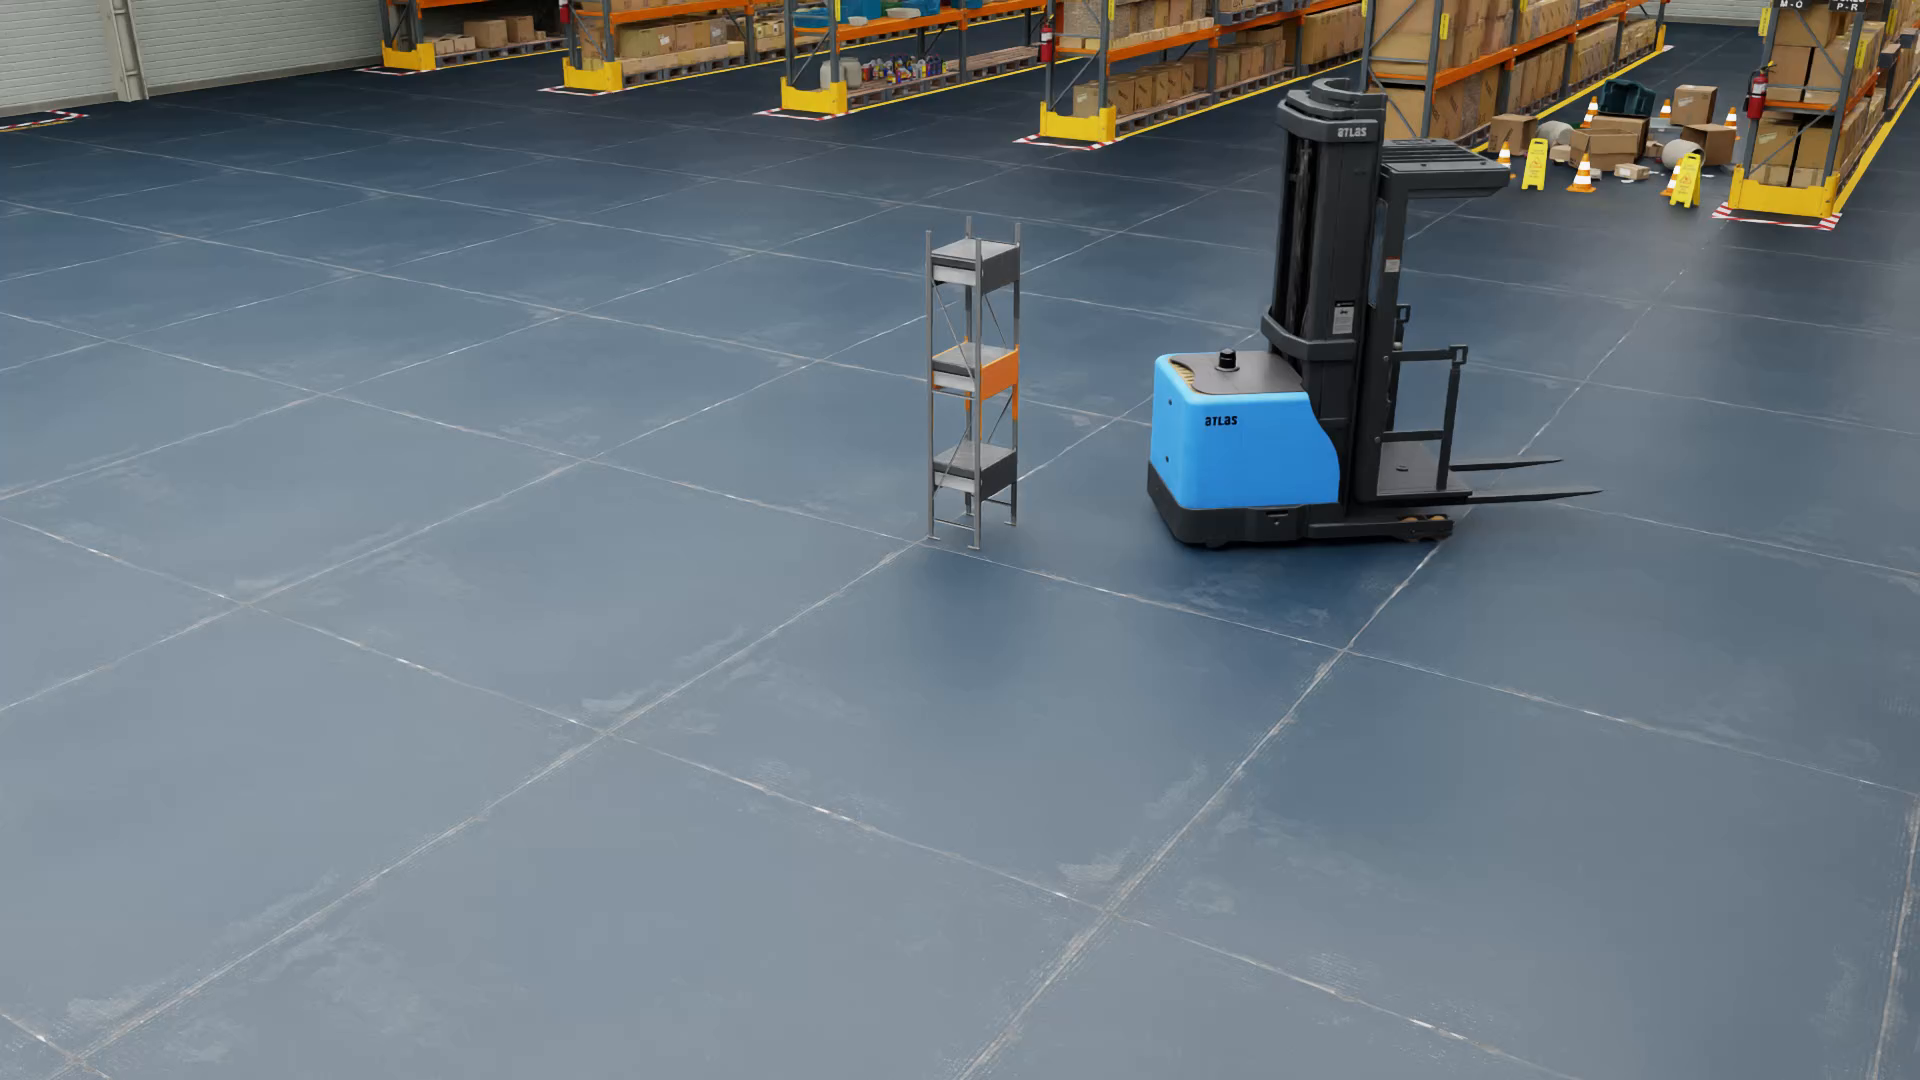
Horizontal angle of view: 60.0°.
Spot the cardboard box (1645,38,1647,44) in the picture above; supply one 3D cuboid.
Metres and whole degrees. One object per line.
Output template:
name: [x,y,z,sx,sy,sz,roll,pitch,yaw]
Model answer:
cardboard box: [13.998,-10.348,34.438,0.380,0.149,0.250,14,27,29]

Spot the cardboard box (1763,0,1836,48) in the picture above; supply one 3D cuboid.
cardboard box: [10.263,-6.320,20.315,0.700,0.500,0.500,13,27,28]

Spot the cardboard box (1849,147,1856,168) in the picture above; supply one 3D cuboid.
cardboard box: [11.661,-5.133,22.264,0.500,0.250,0.500,14,27,30]

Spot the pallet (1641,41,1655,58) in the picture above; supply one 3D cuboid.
pallet: [13.862,-10.292,34.758,1.003,0.211,1.213,14,27,29]

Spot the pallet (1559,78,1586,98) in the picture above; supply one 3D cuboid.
pallet: [10.554,-8.148,29.805,1.003,0.211,1.213,14,27,29]

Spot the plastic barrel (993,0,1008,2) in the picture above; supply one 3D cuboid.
plastic barrel: [0.740,-10.512,31.586,0.433,0.535,0.433,0,23,0]

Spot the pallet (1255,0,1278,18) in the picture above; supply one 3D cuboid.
pallet: [4.971,-9.473,29.597,1.003,0.211,1.213,14,27,29]

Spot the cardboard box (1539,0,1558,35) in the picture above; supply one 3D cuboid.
cardboard box: [9.336,-8.491,26.962,0.500,0.500,0.500,14,27,30]

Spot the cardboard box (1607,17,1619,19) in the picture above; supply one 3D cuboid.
cardboard box: [13.795,-10.916,35.001,0.380,0.149,0.250,13,26,27]

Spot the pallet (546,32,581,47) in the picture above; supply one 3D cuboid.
pallet: [-8.345,-10.985,36.359,1.003,0.211,1.213,14,27,29]

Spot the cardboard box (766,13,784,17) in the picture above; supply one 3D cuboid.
cardboard box: [-3.771,-10.863,34.795,0.500,0.311,0.500,13,27,28]

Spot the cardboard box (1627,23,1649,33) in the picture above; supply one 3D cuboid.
cardboard box: [13.802,-10.426,33.870,0.380,0.149,0.250,15,28,31]

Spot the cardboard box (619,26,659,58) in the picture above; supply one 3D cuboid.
cardboard box: [-5.920,-9.193,30.699,0.500,0.500,0.500,14,27,29]

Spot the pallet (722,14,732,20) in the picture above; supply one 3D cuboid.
pallet: [-6.165,-12.322,39.448,1.003,0.211,1.213,14,27,29]

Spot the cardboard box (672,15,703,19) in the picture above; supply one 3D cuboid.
cardboard box: [-5.312,-9.978,32.513,0.500,0.500,0.500,14,27,29]

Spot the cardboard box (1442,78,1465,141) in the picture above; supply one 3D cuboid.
cardboard box: [6.684,-6.222,23.992,0.875,0.875,0.875,13,27,28]

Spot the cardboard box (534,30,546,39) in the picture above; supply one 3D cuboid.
cardboard box: [-9.011,-10.716,35.241,0.380,0.166,0.250,10,25,22]

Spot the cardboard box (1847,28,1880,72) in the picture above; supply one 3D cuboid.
cardboard box: [11.731,-6.440,21.850,0.500,0.500,0.500,15,27,30]

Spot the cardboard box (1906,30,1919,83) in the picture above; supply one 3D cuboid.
cardboard box: [16.250,-8.502,29.260,0.875,0.875,0.875,15,27,31]

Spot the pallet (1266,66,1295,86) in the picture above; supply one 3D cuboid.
pallet: [5.567,-8.694,31.068,1.003,0.211,1.213,14,27,29]

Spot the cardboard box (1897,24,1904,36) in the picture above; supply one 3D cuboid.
cardboard box: [13.978,-7.699,25.046,0.380,0.149,0.250,14,27,30]

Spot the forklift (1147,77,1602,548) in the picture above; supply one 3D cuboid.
forklift: [2.891,-1.535,11.106,3.031,2.935,1.130,-3,24,-7]

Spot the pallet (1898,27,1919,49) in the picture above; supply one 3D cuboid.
pallet: [14.114,-7.810,25.756,1.213,0.211,1.003,14,27,29]

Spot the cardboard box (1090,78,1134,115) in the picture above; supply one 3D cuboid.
cardboard box: [2.390,-6.999,26.260,0.500,0.500,0.500,-20,31,-39]

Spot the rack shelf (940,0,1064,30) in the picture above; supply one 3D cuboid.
rack shelf: [0.717,-10.270,32.104,1.077,0.370,4.000,14,27,29]

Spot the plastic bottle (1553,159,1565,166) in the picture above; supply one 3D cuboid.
plastic bottle: [8.470,-5.344,23.518,0.133,0.061,0.283,5,24,11]

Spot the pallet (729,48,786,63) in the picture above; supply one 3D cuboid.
pallet: [-4.189,-9.942,33.950,1.003,0.211,1.213,14,27,29]

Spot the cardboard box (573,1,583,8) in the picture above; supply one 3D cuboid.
cardboard box: [-8.151,-11.802,36.385,0.500,0.250,0.500,13,27,28]

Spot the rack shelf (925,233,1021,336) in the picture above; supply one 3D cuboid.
rack shelf: [0.087,-1.649,10.689,0.431,0.518,0.480,14,27,29]

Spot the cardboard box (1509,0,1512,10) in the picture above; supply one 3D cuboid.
cardboard box: [7.807,-8.261,25.009,0.875,0.550,0.550,14,27,29]

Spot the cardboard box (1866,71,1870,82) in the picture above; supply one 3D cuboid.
cardboard box: [11.845,-6.179,22.065,0.380,0.149,0.250,13,27,28]

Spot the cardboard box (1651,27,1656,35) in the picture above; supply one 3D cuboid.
cardboard box: [14.324,-10.647,34.754,0.380,0.149,0.250,13,27,28]

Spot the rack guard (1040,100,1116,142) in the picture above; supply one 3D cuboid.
rack guard: [1.800,-6.416,25.441,1.175,0.500,0.348,14,27,29]

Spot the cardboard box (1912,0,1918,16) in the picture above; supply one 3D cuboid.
cardboard box: [15.423,-8.780,27.316,0.500,0.250,0.500,14,27,29]

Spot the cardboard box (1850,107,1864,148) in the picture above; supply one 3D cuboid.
cardboard box: [11.670,-5.485,22.134,0.500,0.500,0.500,15,28,32]

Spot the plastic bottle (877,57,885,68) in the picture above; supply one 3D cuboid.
plastic bottle: [-1.440,-8.519,29.933,0.144,0.351,0.185,14,27,29]

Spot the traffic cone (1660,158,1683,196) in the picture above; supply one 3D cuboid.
traffic cone: [9.310,-4.712,21.552,0.336,0.463,0.334,14,27,29]

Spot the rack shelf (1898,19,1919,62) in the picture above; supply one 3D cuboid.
rack shelf: [15.454,-8.506,28.028,1.077,0.370,4.000,14,27,29]

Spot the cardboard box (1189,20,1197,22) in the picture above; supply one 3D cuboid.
cardboard box: [3.684,-8.484,27.388,0.380,0.149,0.250,14,27,29]

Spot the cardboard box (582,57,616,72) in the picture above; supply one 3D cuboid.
cardboard box: [-6.622,-8.788,30.708,0.500,0.250,0.500,14,27,29]

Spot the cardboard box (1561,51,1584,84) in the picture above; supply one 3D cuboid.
cardboard box: [10.730,-8.395,29.484,0.500,0.500,0.500,13,26,27]

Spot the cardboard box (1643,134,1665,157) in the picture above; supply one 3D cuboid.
cardboard box: [10.036,-5.731,24.154,0.258,0.266,0.396,-3,24,-7]

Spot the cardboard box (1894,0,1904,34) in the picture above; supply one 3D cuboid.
cardboard box: [13.316,-7.617,24.041,0.500,0.500,0.500,14,27,29]

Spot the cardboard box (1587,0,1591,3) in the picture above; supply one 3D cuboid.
cardboard box: [10.973,-9.623,29.491,0.380,0.149,0.250,15,28,31]

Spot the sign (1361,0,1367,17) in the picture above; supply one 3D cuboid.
sign: [5.467,-7.222,22.402,0.100,0.325,0.005,14,27,29]

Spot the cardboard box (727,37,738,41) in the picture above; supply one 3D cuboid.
cardboard box: [-4.572,-10.096,33.729,0.500,0.250,0.500,14,27,28]

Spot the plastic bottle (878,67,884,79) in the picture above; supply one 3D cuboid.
plastic bottle: [-1.412,-8.377,29.794,0.097,0.201,0.097,0,23,0]

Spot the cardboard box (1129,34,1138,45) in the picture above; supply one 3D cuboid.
cardboard box: [2.520,-7.719,25.620,0.380,0.149,0.250,14,27,29]

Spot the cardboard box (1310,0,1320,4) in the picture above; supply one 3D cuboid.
cardboard box: [6.468,-10.390,31.350,0.500,0.500,0.500,15,27,30]

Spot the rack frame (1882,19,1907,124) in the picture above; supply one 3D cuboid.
rack frame: [14.399,-8.161,26.325,1.000,3.000,0.127,14,27,29]

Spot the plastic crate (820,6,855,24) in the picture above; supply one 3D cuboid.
plastic crate: [-2.091,-8.957,28.351,0.499,0.251,0.408,14,27,29]

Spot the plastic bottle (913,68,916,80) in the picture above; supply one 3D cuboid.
plastic bottle: [-0.832,-8.292,29.597,0.097,0.201,0.097,0,23,0]

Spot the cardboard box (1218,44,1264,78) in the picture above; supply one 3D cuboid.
cardboard box: [5.069,-8.679,30.116,0.700,0.500,0.500,16,28,33]

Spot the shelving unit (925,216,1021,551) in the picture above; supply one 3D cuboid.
shelving unit: [0.087,-1.019,10.962,0.431,2.100,0.503,14,27,29]

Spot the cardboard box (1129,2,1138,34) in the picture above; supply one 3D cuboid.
cardboard box: [2.235,-8.094,25.670,0.875,0.500,0.500,14,27,29]

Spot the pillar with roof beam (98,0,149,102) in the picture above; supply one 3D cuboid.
pillar with roof beam: [-10.738,-10.895,25.090,9.100,9.000,0.400,14,27,29]
